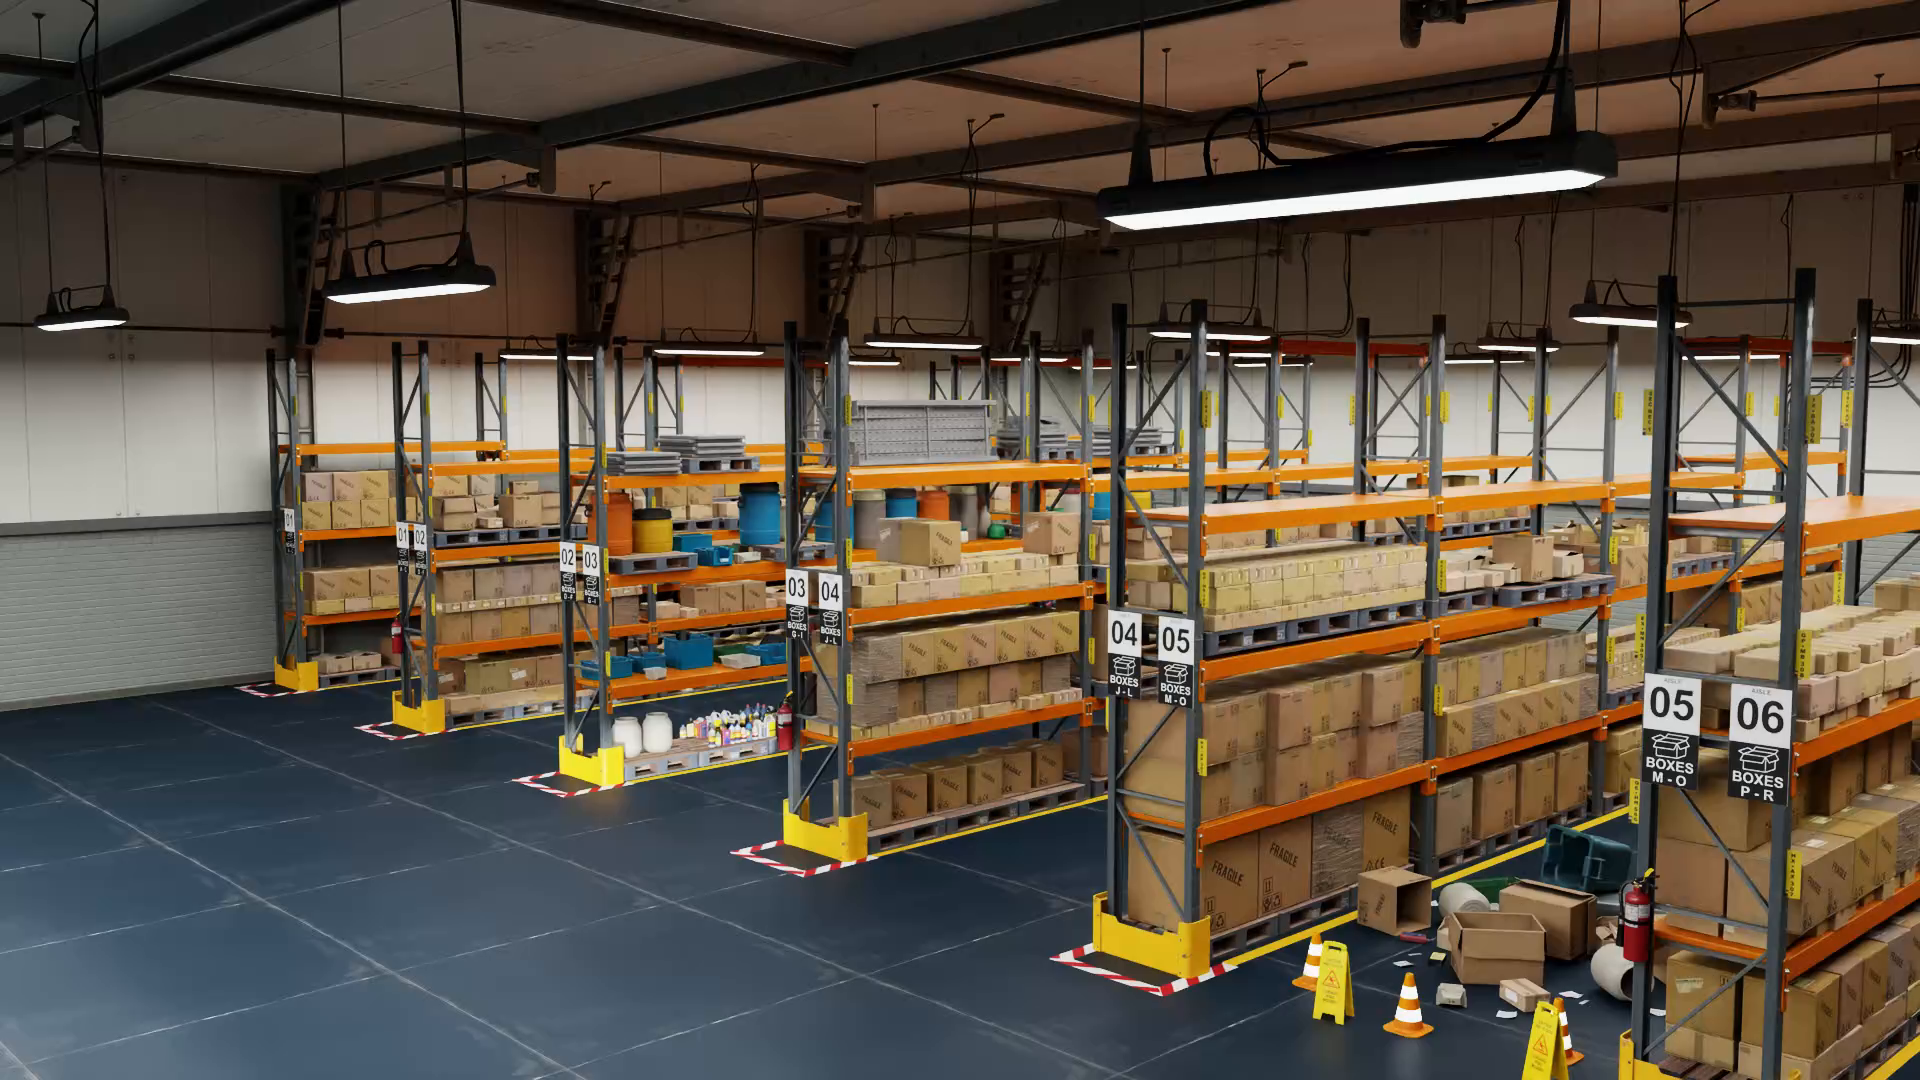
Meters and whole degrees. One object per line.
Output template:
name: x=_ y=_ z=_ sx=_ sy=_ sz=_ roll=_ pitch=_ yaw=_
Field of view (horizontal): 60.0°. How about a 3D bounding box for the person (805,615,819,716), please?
person: x=-2.289 y=2.019 z=26.610 sx=0.617 sy=1.777 sz=0.436 roll=0 pitch=5 yaw=-1
